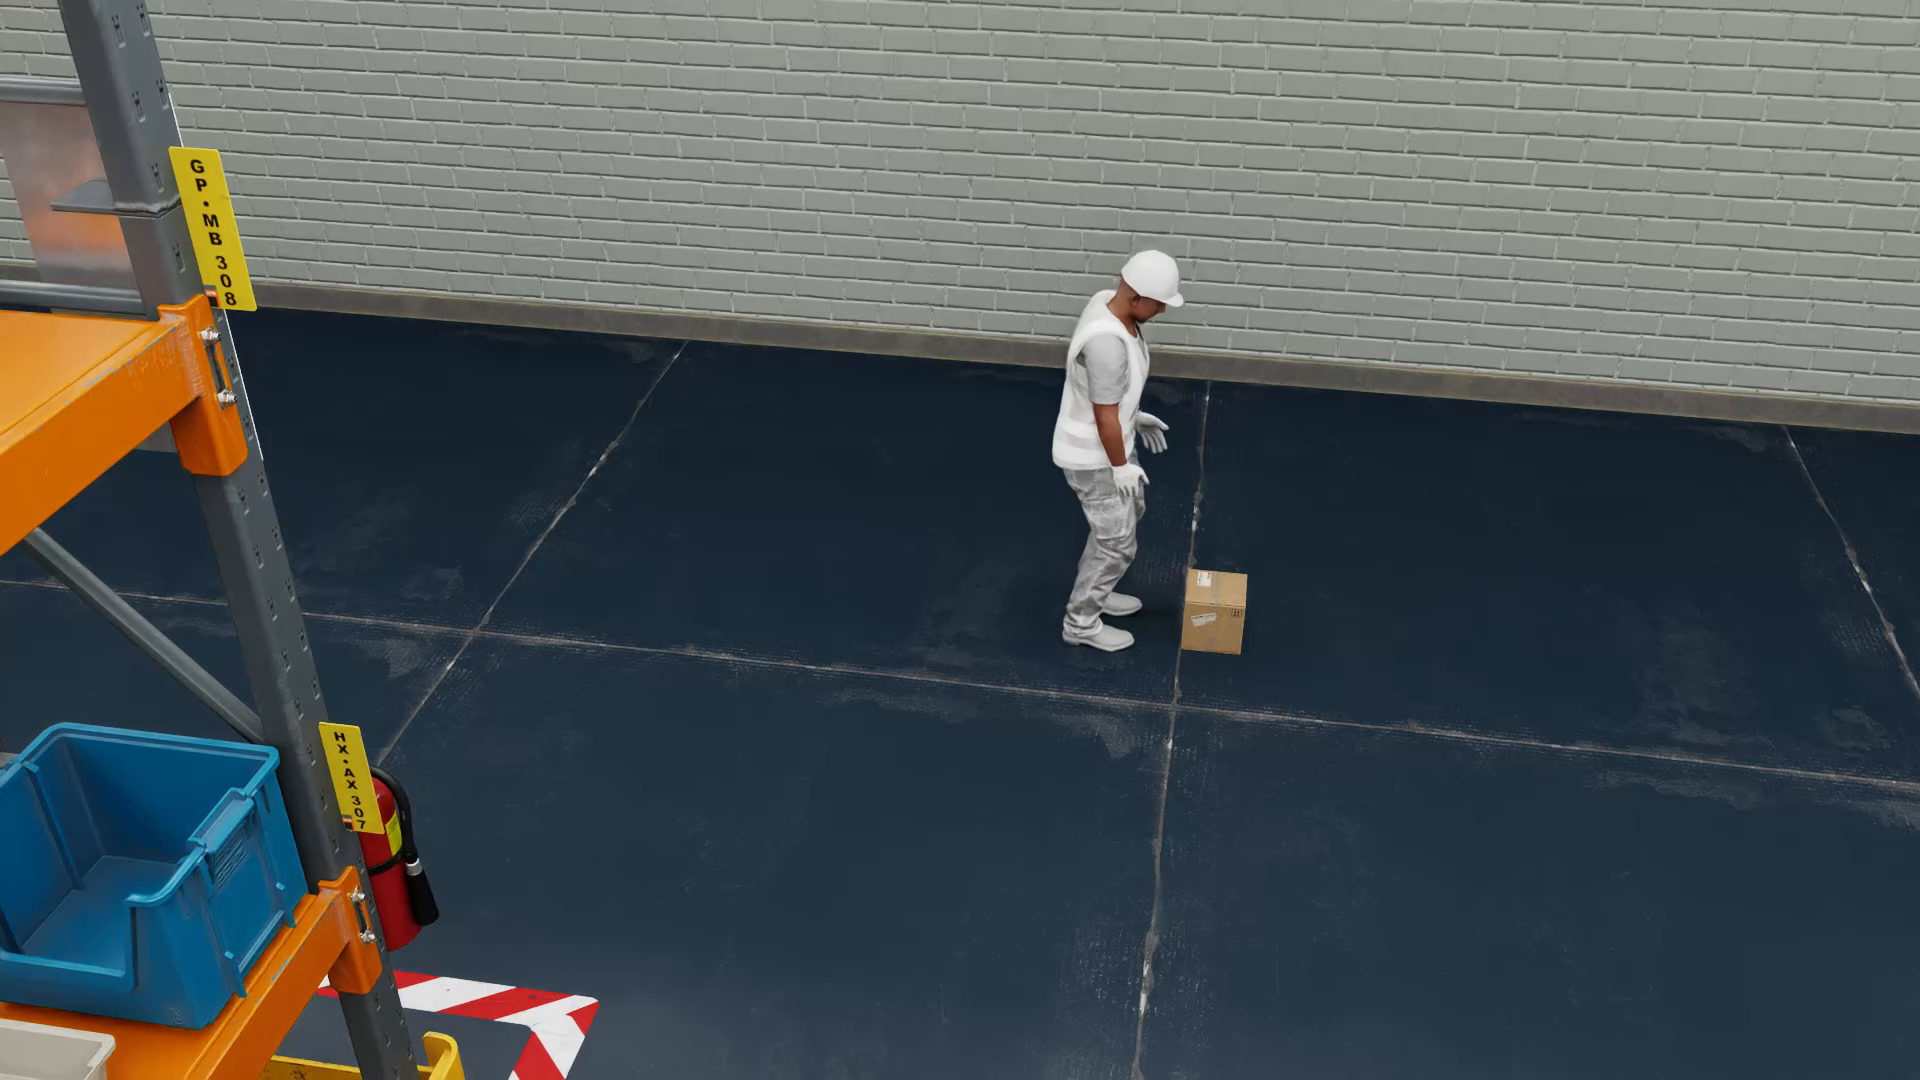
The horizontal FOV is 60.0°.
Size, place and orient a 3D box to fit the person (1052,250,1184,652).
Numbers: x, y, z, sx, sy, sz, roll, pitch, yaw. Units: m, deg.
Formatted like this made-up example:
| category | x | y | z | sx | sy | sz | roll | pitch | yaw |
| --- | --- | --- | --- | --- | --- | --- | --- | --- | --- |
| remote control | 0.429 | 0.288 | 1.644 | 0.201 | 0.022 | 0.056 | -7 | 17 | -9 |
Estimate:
| category | x | y | z | sx | sy | sz | roll | pitch | yaw |
| --- | --- | --- | --- | --- | --- | --- | --- | --- | --- |
| person | 0.624 | -0.377 | 6.780 | 0.477 | 1.721 | 0.576 | 6 | 33 | 9 |
